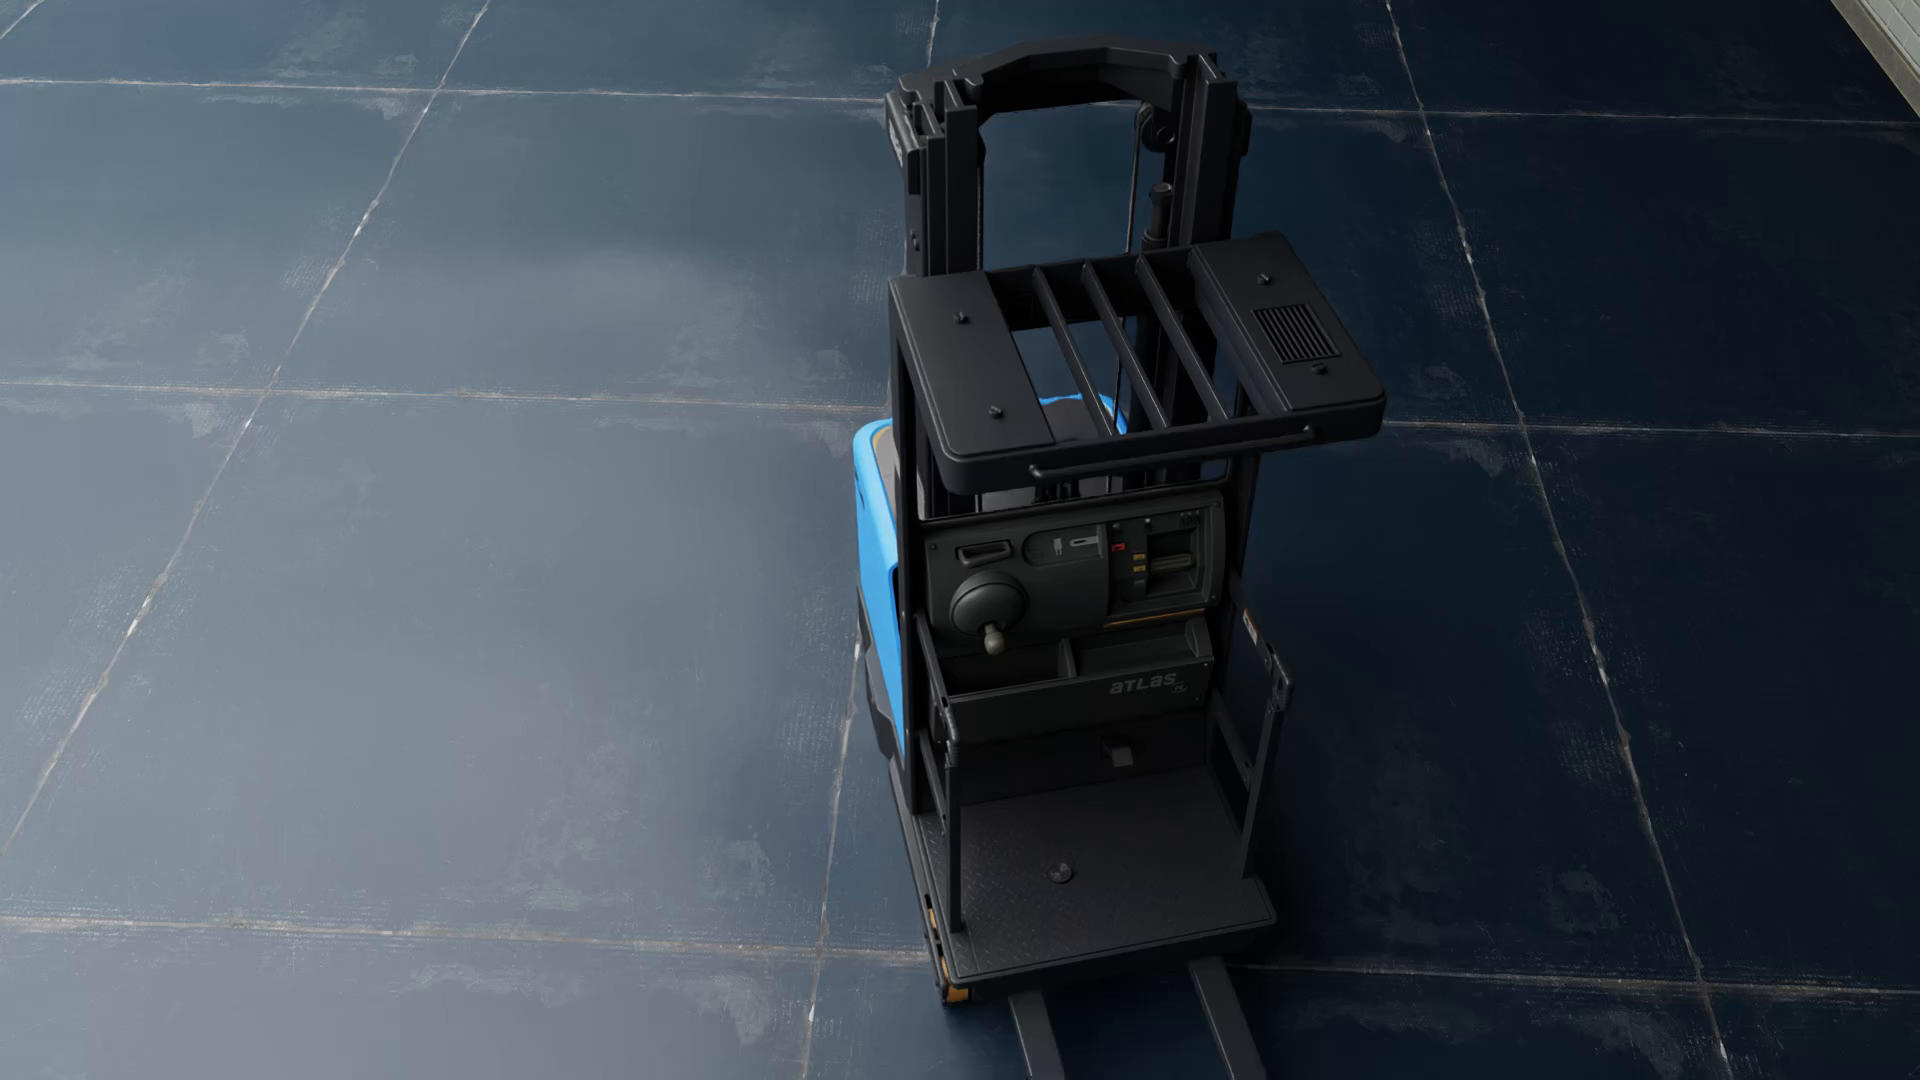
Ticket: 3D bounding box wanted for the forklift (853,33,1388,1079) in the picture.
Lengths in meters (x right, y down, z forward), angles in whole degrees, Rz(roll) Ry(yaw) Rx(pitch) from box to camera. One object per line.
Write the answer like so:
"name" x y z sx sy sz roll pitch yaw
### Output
"forklift" 0.405 0.191 4.895 1.130 2.935 3.031 -8 44 -9
